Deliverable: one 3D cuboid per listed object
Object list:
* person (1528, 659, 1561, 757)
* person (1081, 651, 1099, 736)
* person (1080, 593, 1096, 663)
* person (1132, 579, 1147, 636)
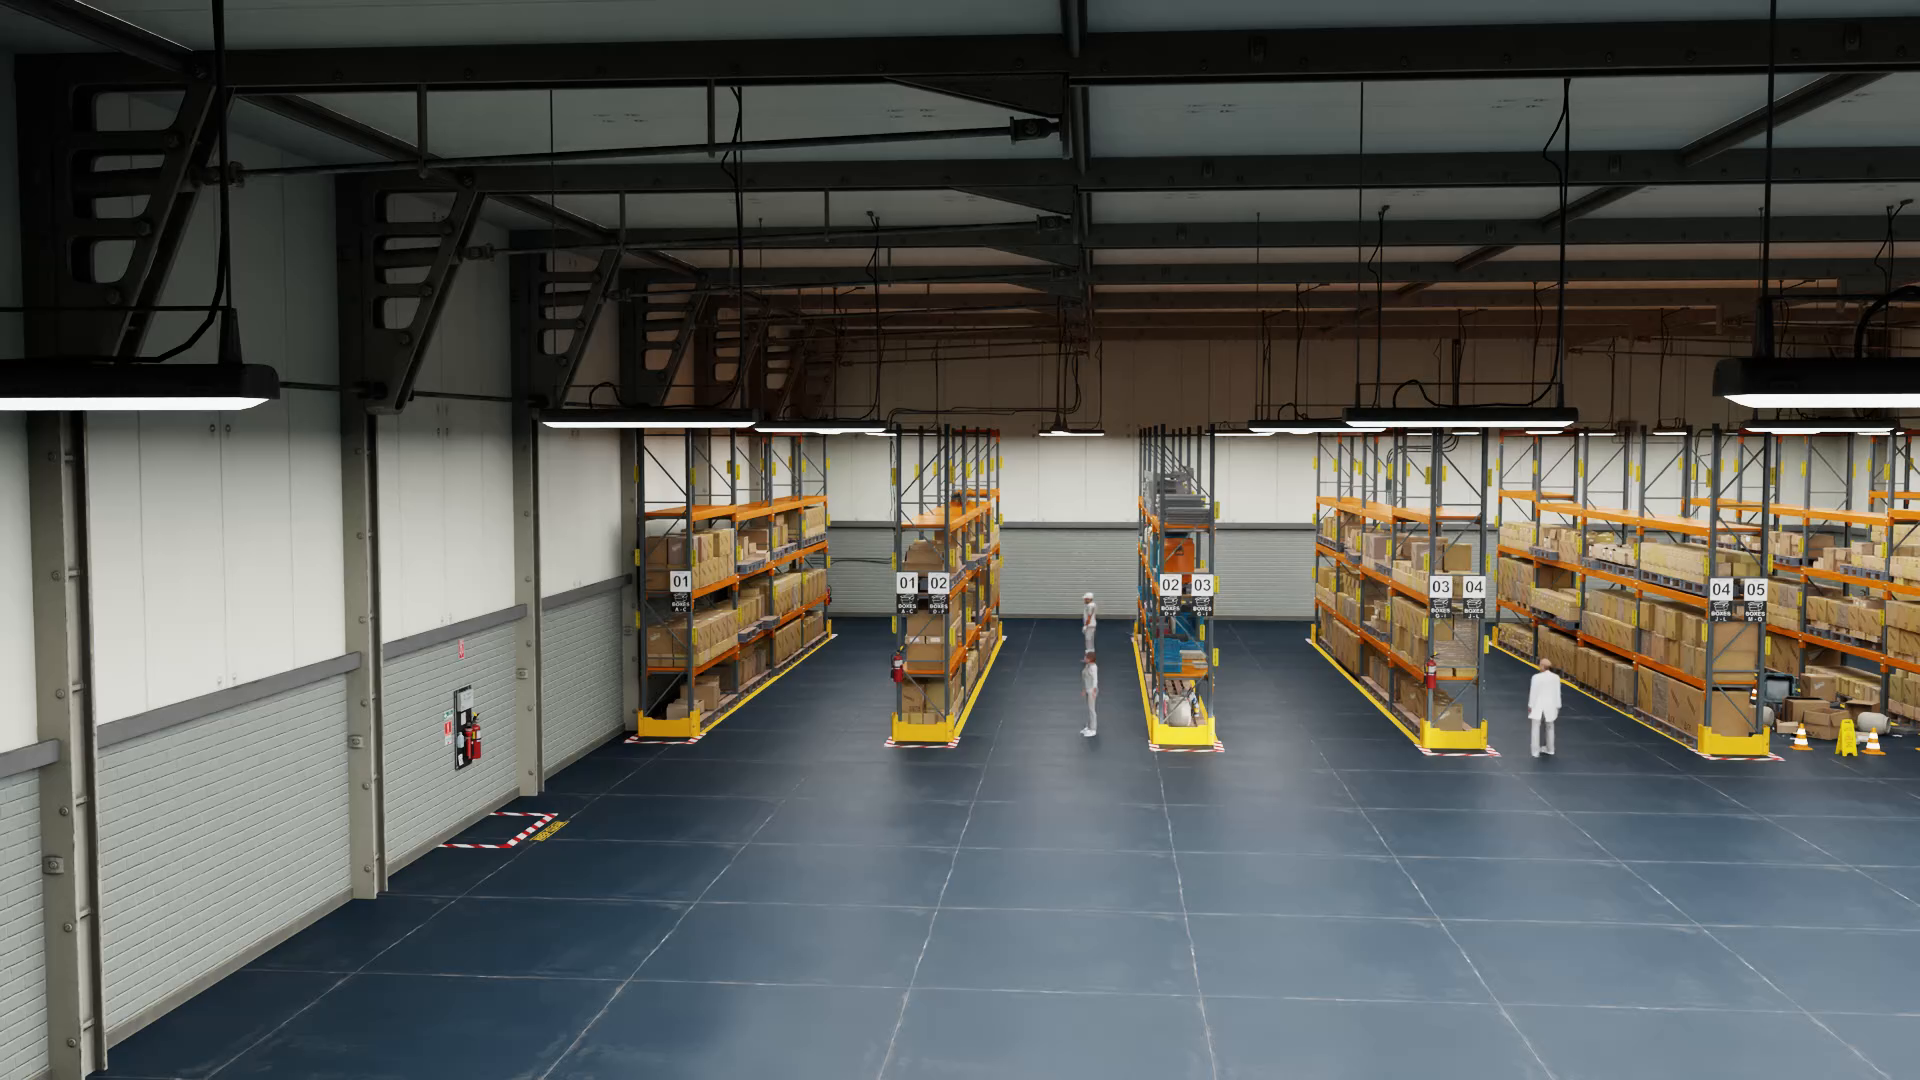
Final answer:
[{"bbox_3d":[10.565,3.010,30.058,0.572,1.778,0.644,1,4,15],"label":"person"},{"bbox_3d":[2.503,2.961,32.233,0.348,1.615,0.452,-1,4,-12],"label":"person"},{"bbox_3d":[3.263,2.239,42.407,0.400,1.797,0.556,1,4,9],"label":"person"},{"bbox_3d":[5.413,1.950,48.248,0.901,1.663,0.513,-2,4,-31],"label":"person"}]
